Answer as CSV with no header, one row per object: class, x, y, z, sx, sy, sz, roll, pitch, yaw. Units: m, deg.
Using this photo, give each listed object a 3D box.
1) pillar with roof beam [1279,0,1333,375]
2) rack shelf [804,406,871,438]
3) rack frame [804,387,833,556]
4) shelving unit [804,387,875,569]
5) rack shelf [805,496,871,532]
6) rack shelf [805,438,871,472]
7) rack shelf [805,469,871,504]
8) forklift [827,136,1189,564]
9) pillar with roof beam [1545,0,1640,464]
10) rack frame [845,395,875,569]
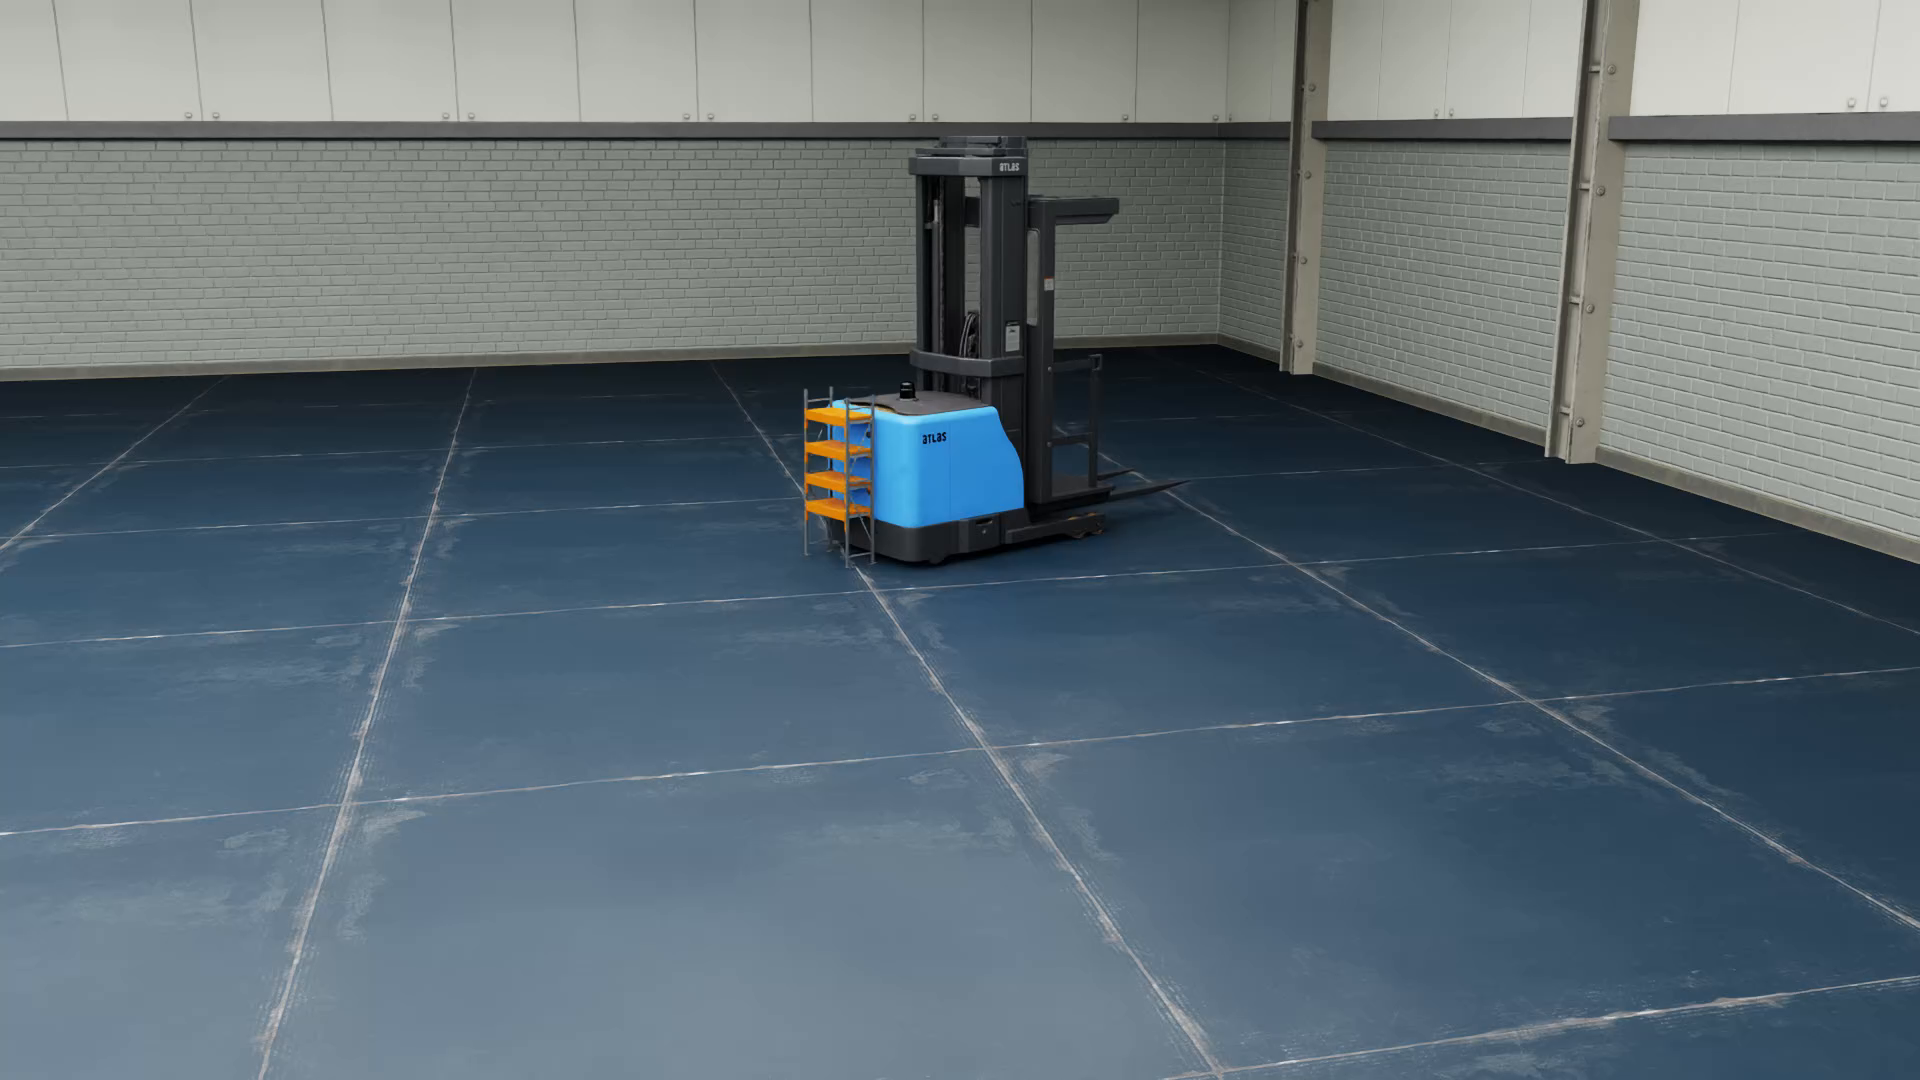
pillar with roof beam,0.106,-6.270,19.132,9.100,9.000,0.400,-3,14,-13
rack shelf,-0.844,-0.827,11.618,0.258,0.148,0.480,-10,17,-39
rack frame,-1.009,-0.489,11.887,0.240,1.200,0.015,-10,17,-39
shelving unit,-0.850,-0.445,11.706,0.258,1.200,0.503,-10,17,-39
rack shelf,-0.855,-0.185,11.766,0.258,0.148,0.480,-10,17,-39
rack shelf,-0.848,-0.597,11.671,0.258,0.148,0.480,-10,17,-39
rack shelf,-0.851,-0.379,11.722,0.258,0.148,0.480,-10,17,-39
forklift,0.480,-1.520,12.471,3.031,2.935,1.130,-11,18,-39
pillar with roof beam,1.515,-4.886,13.466,9.100,9.000,0.400,-3,14,-13
rack frame,-0.692,-0.400,11.526,0.240,1.200,0.015,-10,17,-39
